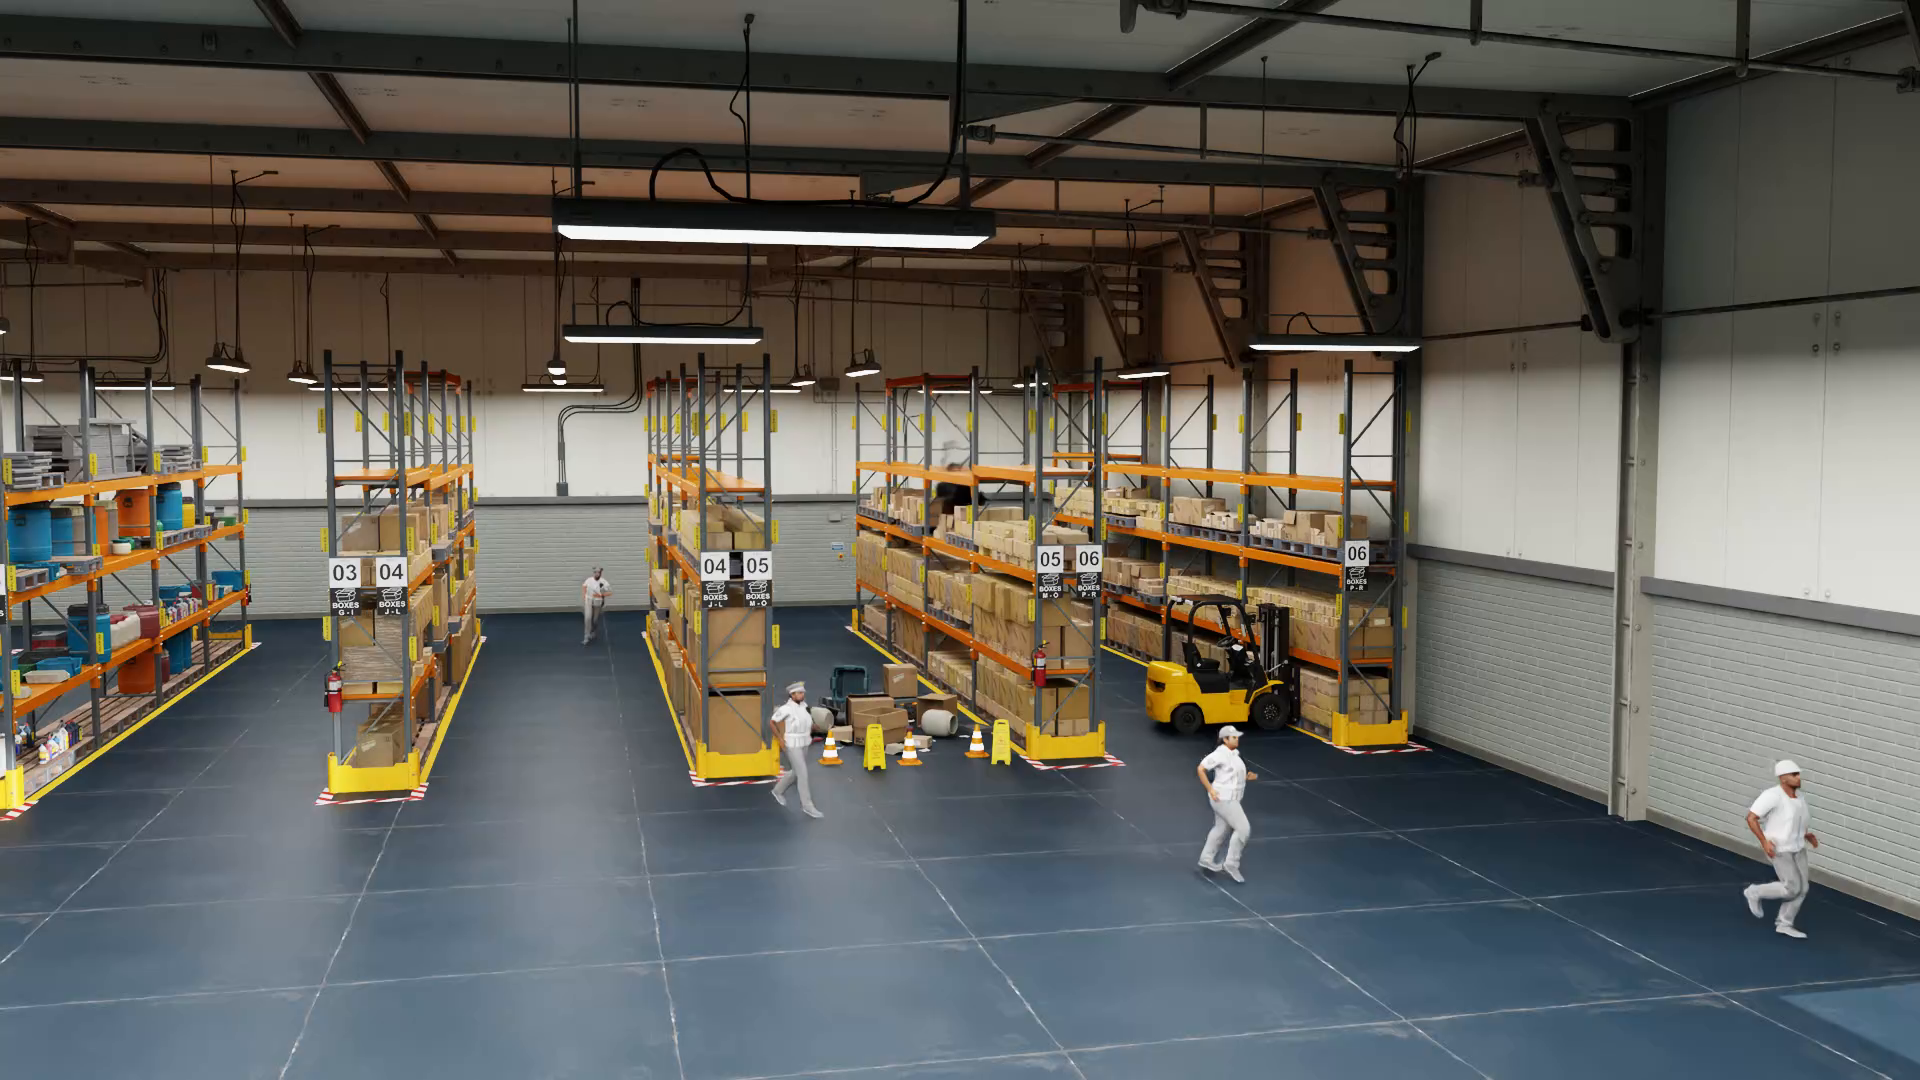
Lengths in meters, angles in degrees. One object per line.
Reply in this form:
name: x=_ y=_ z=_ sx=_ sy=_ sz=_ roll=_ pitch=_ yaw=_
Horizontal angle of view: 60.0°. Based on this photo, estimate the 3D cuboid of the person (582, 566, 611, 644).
person: x=-8.375 y=1.473 z=38.303 sx=0.694 sy=1.770 sz=0.922 roll=0 pitch=4 yaw=-4

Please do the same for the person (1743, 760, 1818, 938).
person: x=8.074 y=3.015 z=16.358 sx=0.722 sy=1.728 sz=0.603 roll=-2 pitch=5 yaw=-29

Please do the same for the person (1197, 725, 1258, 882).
person: x=2.958 y=2.902 z=18.363 sx=0.669 sy=1.713 sz=0.583 roll=2 pitch=4 yaw=24

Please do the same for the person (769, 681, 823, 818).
person: x=-2.099 y=2.657 z=21.314 sx=0.918 sy=1.693 sz=0.577 roll=3 pitch=5 yaw=33
